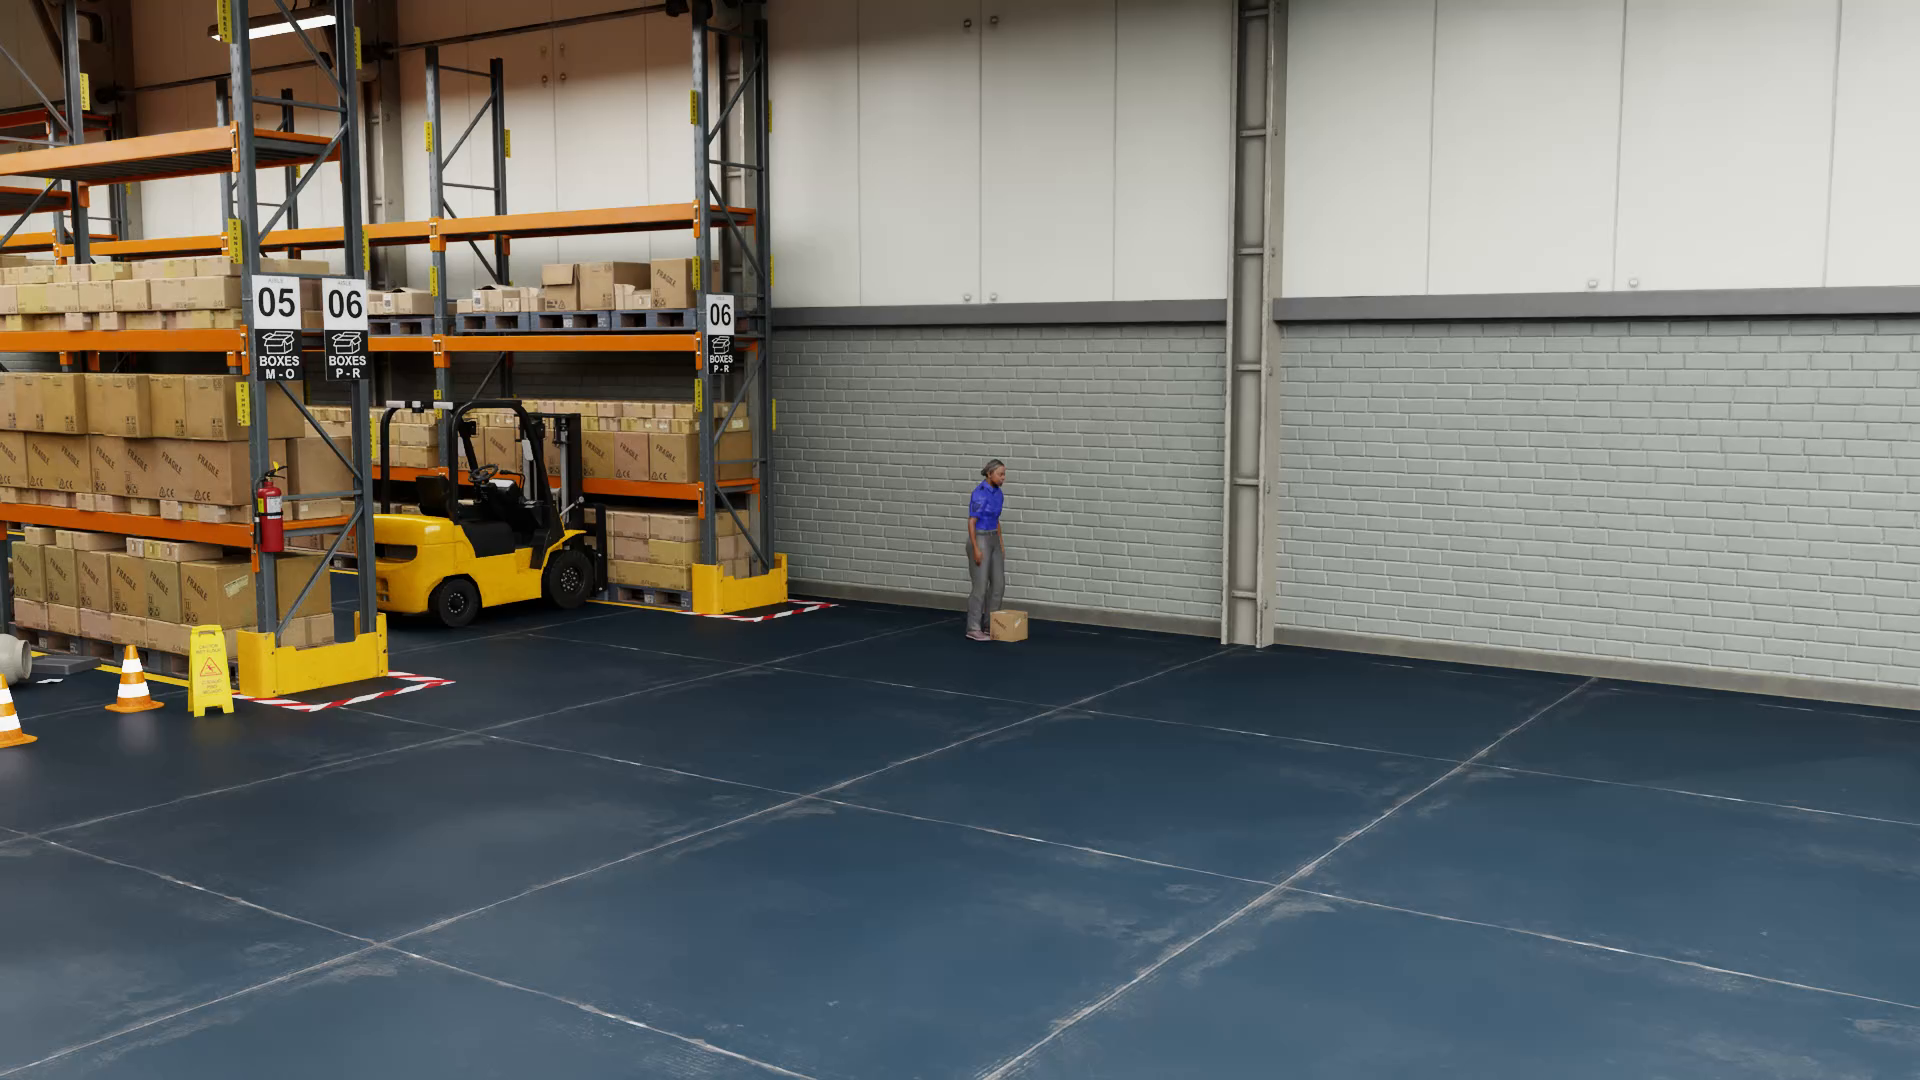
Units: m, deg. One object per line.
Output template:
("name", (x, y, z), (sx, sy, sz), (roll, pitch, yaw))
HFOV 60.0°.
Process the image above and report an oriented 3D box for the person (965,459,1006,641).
("person", (0.266, 0.079, 15.326), (0.390, 1.655, 0.506), (4, 8, 34))
